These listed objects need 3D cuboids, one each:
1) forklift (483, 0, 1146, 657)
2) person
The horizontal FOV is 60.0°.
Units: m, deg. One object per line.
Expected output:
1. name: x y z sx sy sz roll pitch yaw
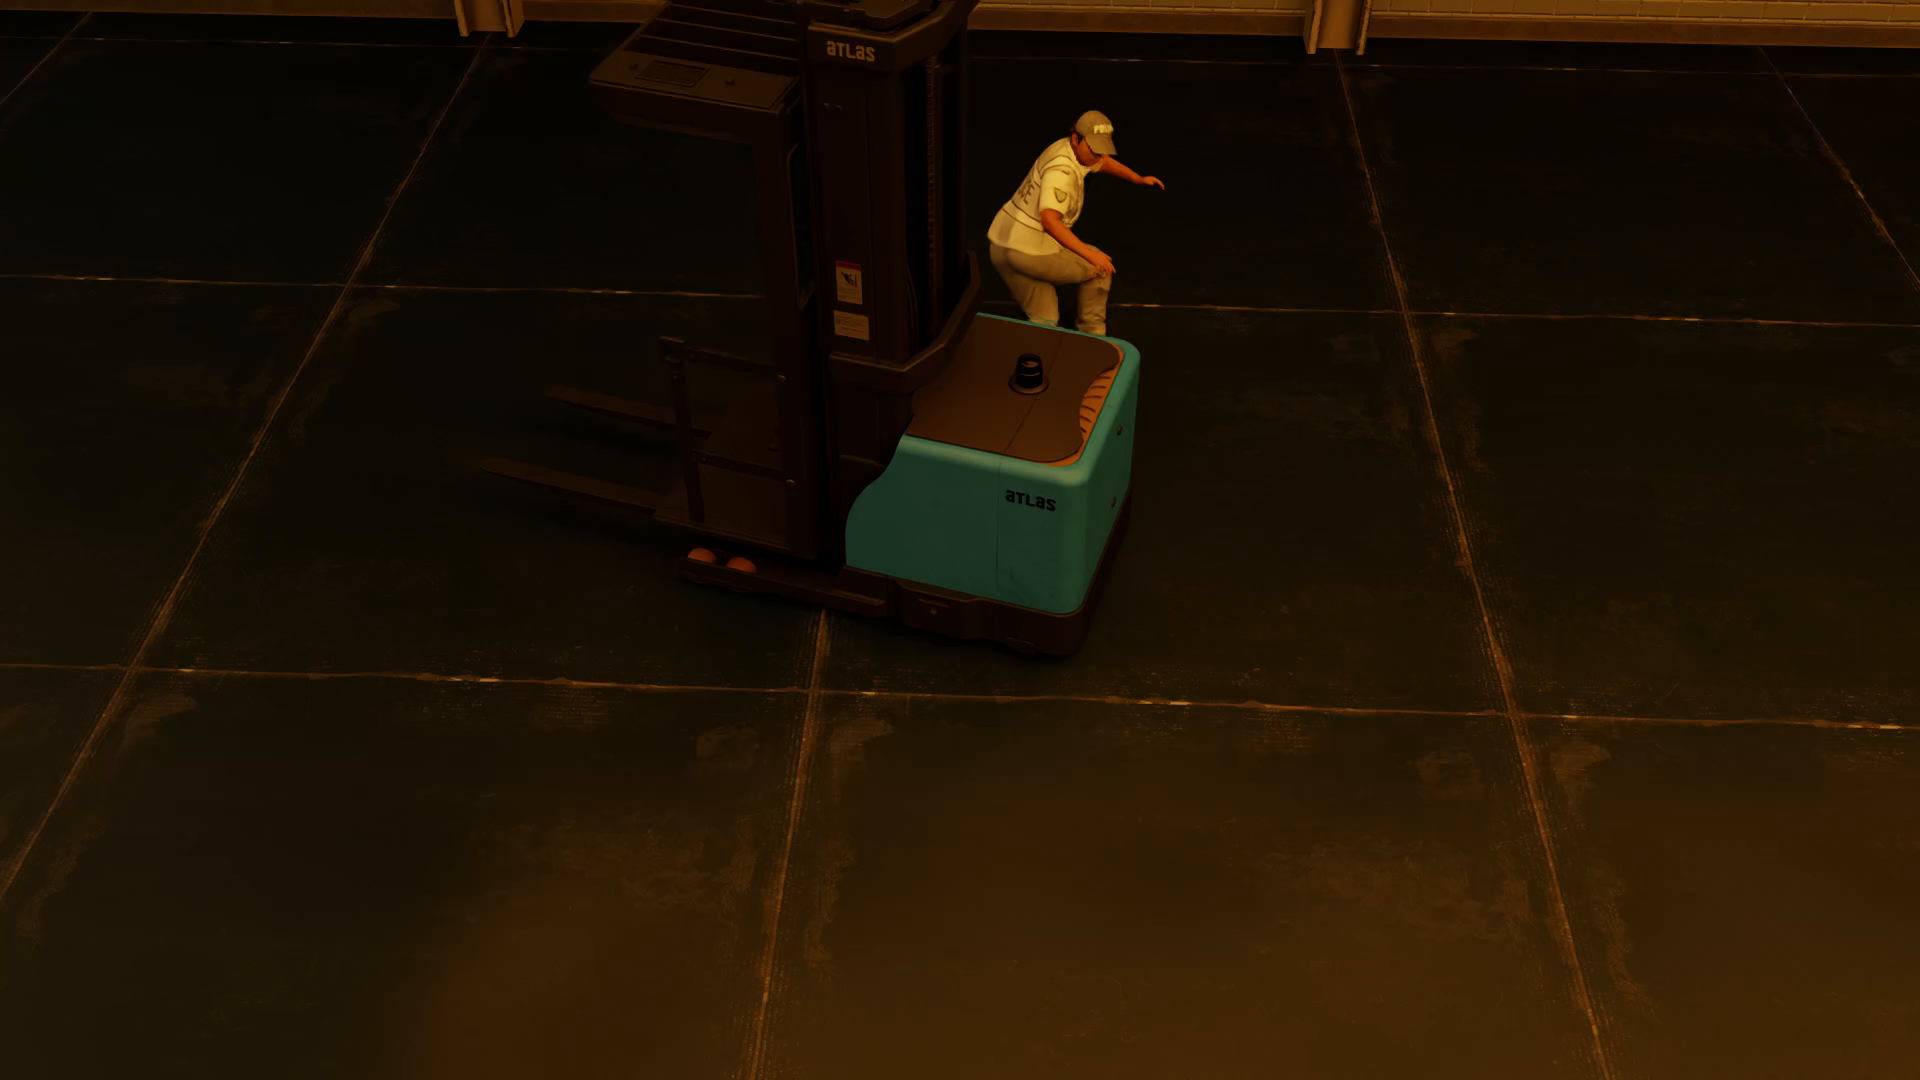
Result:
1. forklift: -0.746 -1.158 7.011 3.031 2.935 1.130 13 44 13
2. person: 0.665 -1.490 8.502 0.966 1.444 0.899 -13 44 -14
